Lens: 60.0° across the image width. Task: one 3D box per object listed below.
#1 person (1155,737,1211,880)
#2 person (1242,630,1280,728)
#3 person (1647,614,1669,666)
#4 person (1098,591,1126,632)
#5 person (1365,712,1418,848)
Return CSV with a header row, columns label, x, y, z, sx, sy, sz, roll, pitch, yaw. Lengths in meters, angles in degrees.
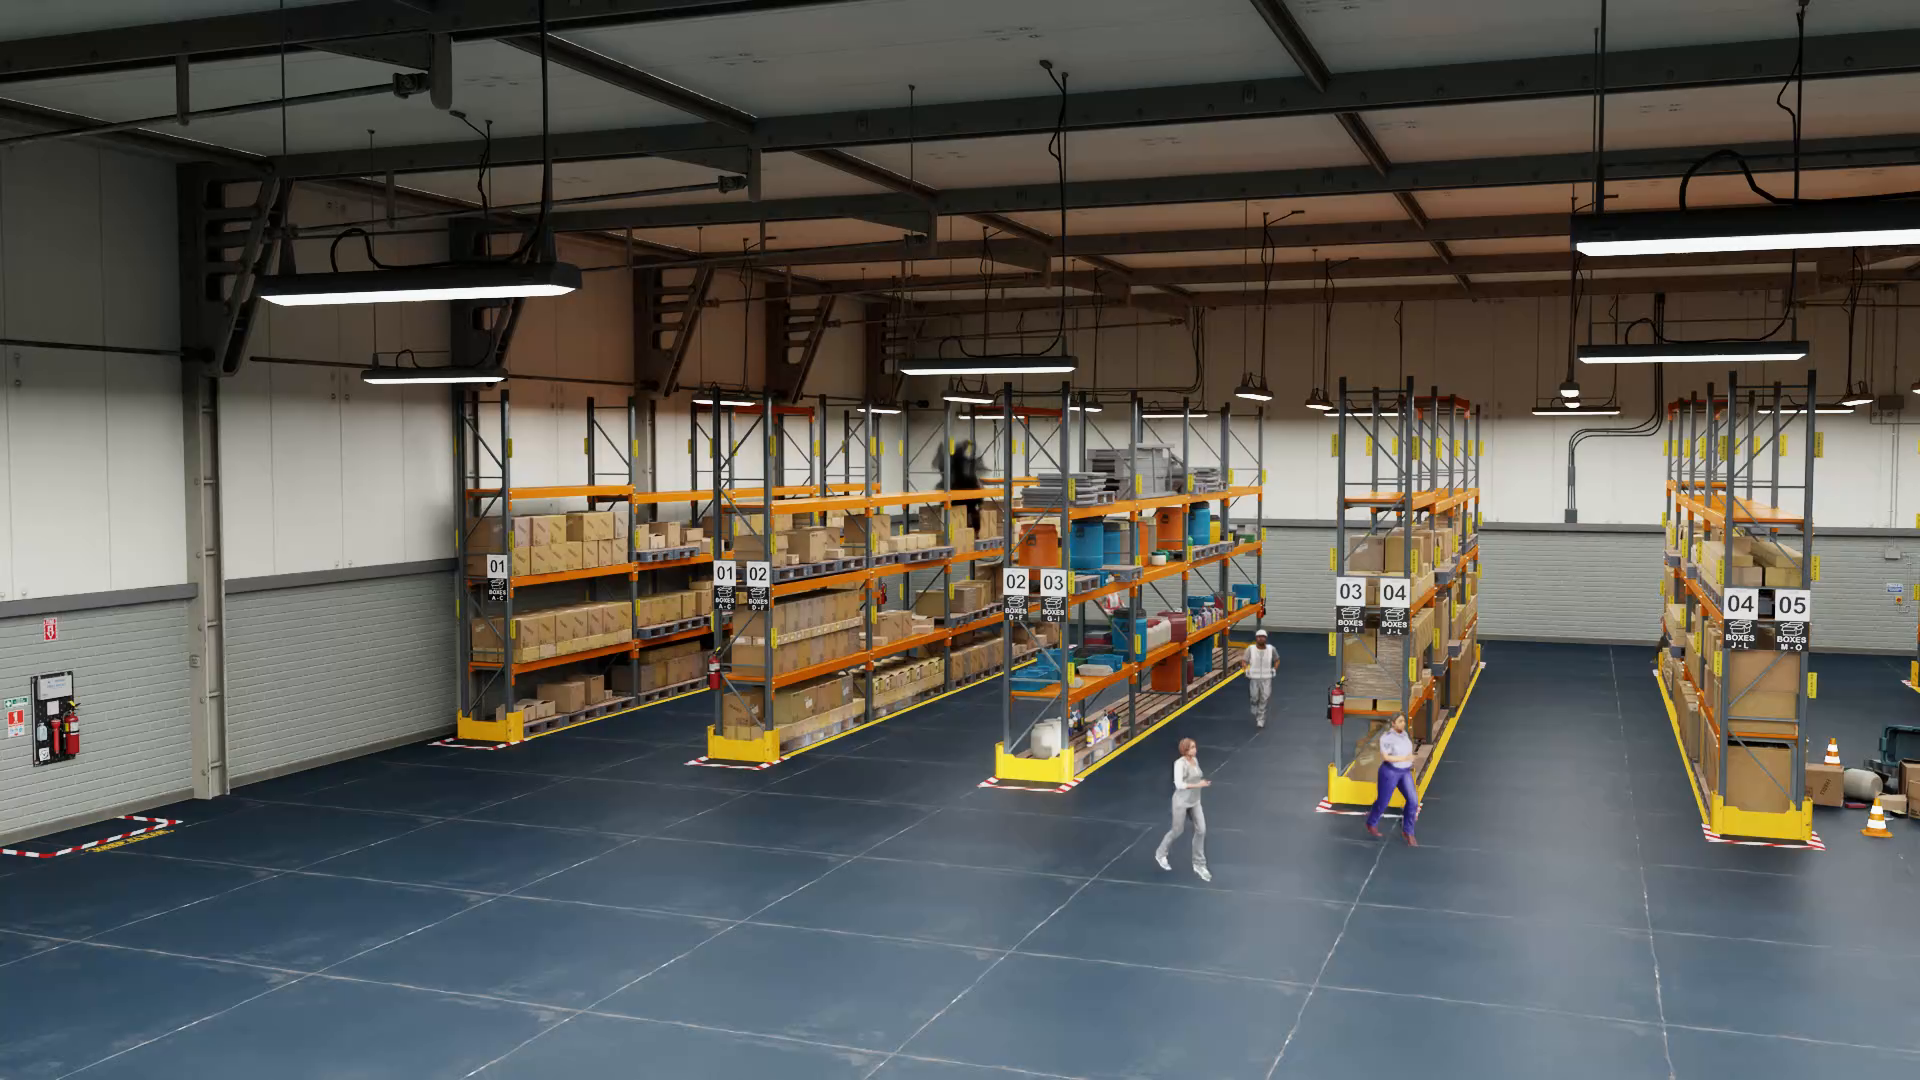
label,x,y,z,sx,sy,sz,roll,pitch,yaw
person,2.618,3.121,19.440,0.530,1.648,0.770,-3,4,-44
person,5.428,2.486,29.963,0.681,1.748,0.728,0,3,6
person,16.174,2.076,37.921,1.007,1.724,0.743,2,4,31
person,3.846,1.855,41.697,0.661,1.708,0.563,-2,3,-26
person,5.497,3.020,21.068,0.573,1.708,0.839,-2,4,-27
